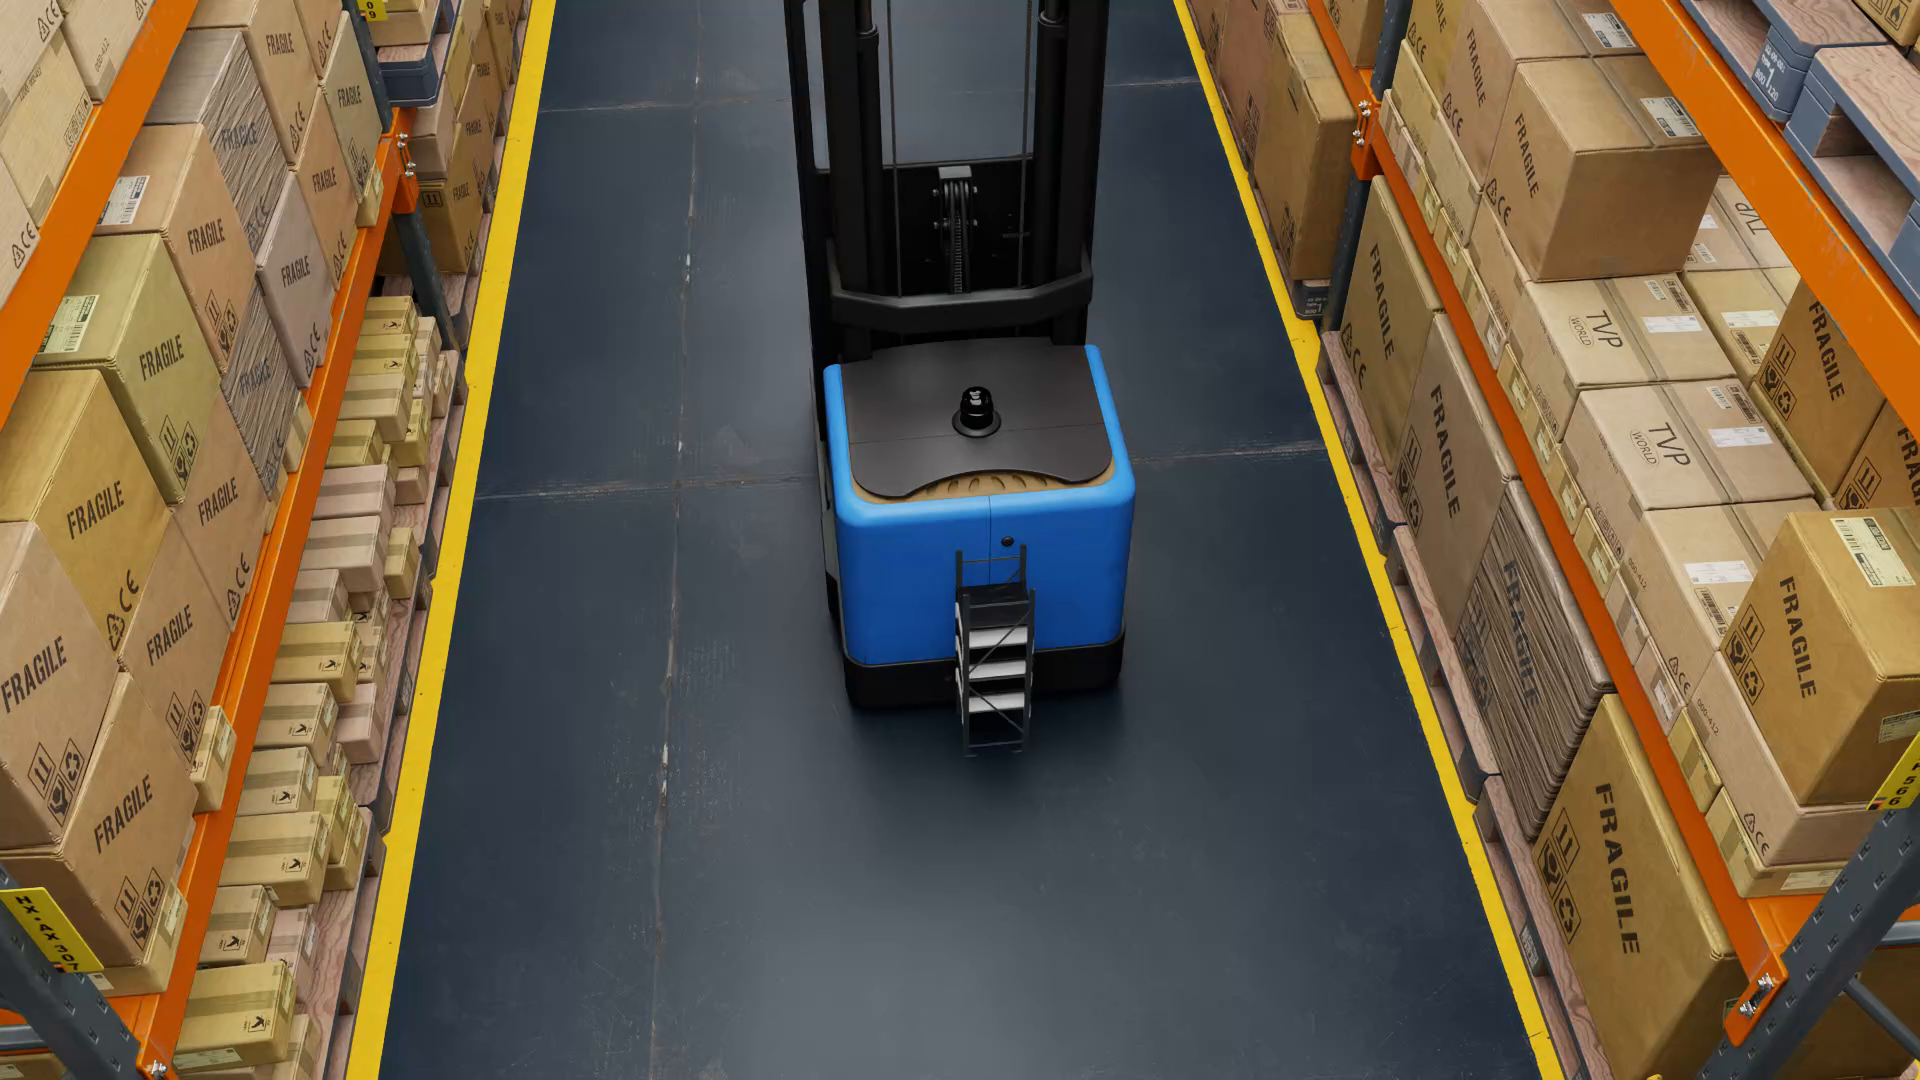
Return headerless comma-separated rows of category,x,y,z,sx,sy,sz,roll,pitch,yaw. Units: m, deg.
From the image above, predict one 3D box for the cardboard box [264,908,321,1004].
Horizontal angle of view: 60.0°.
cardboard box,-2.185,1.282,5.076,0.380,0.149,0.250,-4,47,-3

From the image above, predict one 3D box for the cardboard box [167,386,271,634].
cardboard box,-2.291,-0.074,4.617,0.500,0.500,0.500,-3,47,-3

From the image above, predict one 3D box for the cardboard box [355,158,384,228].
cardboard box,-2.378,-1.291,6.216,0.380,0.149,0.250,-5,47,-4

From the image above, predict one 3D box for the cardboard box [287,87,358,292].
cardboard box,-2.401,-1.177,5.662,0.500,0.500,0.500,-5,47,-4

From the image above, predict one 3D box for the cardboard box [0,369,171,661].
cardboard box,-2.252,-0.041,3.897,0.500,0.500,0.500,-2,47,-2

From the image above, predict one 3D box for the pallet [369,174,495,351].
pallet,-2.832,-1.354,8.023,1.003,0.211,1.213,-3,47,-3

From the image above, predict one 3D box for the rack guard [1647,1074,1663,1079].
rack guard,2.523,1.793,4.844,1.175,0.500,0.348,-3,47,-3

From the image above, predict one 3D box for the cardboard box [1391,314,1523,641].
cardboard box,2.237,-0.258,6.239,0.875,0.875,0.875,-3,47,-3

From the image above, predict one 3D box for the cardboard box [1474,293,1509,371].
cardboard box,1.988,-0.719,5.675,0.380,0.149,0.250,-3,47,-3

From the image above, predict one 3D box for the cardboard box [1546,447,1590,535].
cardboard box,2.054,-0.161,5.146,0.380,0.149,0.250,-3,47,-3

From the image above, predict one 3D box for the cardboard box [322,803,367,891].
cardboard box,-2.198,1.027,5.522,0.380,0.149,0.250,-3,47,-3

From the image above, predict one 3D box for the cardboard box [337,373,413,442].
cardboard box,-2.387,-0.514,6.572,0.380,0.149,0.250,-4,47,-4

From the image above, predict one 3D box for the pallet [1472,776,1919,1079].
pallet,2.376,1.301,5.509,1.003,0.211,1.213,-3,47,-3

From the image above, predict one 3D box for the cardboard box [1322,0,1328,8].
cardboard box,1.840,-2.692,7.301,0.500,0.500,0.500,-2,47,-2

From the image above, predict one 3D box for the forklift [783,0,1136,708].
forklift,-0.074,-1.461,6.252,1.130,2.935,3.031,-5,47,-5

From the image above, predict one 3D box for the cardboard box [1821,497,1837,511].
cardboard box,2.700,0.126,4.599,0.500,0.250,0.500,-4,47,-4

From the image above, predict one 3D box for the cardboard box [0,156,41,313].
cardboard box,-2.253,-0.557,3.385,0.500,0.250,0.500,-2,47,-2

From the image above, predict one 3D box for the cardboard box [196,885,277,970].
cardboard box,-2.278,1.184,4.964,0.380,0.149,0.250,-3,47,-3

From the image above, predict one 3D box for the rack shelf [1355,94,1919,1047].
rack shelf,2.353,-0.283,5.584,1.077,0.370,4.000,-3,47,-3

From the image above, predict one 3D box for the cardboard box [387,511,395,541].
cardboard box,-2.383,-0.049,6.336,0.380,0.149,0.250,-2,47,-2

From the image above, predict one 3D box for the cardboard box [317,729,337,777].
cardboard box,-2.324,0.732,5.597,0.380,0.149,0.250,-6,47,-5

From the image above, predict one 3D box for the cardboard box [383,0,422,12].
cardboard box,-2.340,-2.223,6.604,0.380,0.149,0.250,-3,47,-3

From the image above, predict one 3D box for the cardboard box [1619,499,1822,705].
cardboard box,2.174,0.164,4.564,0.500,0.250,0.500,-4,47,-4

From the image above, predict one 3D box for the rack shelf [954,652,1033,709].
rack shelf,0.119,0.492,5.971,0.258,0.077,0.200,-5,47,-5

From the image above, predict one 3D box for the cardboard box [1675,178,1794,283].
cardboard box,2.573,-0.981,5.648,0.500,0.250,0.500,-3,47,-2

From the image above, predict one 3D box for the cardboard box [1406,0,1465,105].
cardboard box,1.971,-1.924,6.025,0.500,0.500,0.500,-3,47,-3

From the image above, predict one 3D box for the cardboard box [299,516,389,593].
cardboard box,-2.293,0.063,6.026,0.380,0.149,0.250,-5,47,-5

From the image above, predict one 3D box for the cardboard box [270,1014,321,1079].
cardboard box,-2.155,1.582,4.996,0.380,0.149,0.250,-3,47,-2

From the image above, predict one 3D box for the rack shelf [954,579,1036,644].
rack shelf,0.119,0.245,5.709,0.258,0.077,0.200,-5,47,-5

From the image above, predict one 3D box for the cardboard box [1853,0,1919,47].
cardboard box,2.405,-1.487,3.736,0.700,0.500,0.500,-6,47,-6

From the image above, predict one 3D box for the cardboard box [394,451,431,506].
cardboard box,-2.368,-0.270,6.751,0.380,0.149,0.250,-5,47,-5

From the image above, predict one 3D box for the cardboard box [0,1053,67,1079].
cardboard box,-2.727,1.408,4.751,0.380,0.149,0.250,-3,47,-3

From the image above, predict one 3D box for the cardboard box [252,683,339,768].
cardboard box,-2.289,0.618,5.499,0.380,0.149,0.250,-2,47,-2

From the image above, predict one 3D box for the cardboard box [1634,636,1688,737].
cardboard box,2.119,0.395,4.620,0.380,0.149,0.250,-3,47,-3

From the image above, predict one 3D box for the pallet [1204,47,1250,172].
pallet,1.941,-2.457,9.068,1.003,0.211,1.213,-3,47,-3

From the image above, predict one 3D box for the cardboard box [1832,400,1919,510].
cardboard box,2.708,-0.118,4.314,0.500,0.500,0.500,-5,47,-4

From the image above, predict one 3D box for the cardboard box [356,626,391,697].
cardboard box,-2.298,0.464,6.056,0.380,0.149,0.250,-3,47,-3

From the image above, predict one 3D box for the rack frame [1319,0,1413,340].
rack frame,2.186,-1.978,6.694,1.000,3.000,0.127,-3,47,-3

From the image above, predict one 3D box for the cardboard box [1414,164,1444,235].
cardboard box,1.924,-1.276,6.202,0.380,0.149,0.250,-2,47,-2

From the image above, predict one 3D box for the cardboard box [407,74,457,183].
cardboard box,-2.564,-1.843,7.482,0.500,0.250,0.500,-5,47,-5

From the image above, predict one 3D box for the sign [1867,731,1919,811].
sign,1.979,0.460,3.425,0.100,0.325,0.005,-3,47,-3

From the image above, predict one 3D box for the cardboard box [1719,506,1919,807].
cardboard box,2.218,0.271,3.946,0.500,0.500,0.500,-3,47,-3

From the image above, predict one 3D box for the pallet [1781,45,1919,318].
pallet,2.448,-0.621,3.404,1.003,0.211,1.213,-3,47,-3

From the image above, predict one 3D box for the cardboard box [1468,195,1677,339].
cardboard box,2.050,-0.938,5.607,0.500,0.250,0.500,-2,47,-2

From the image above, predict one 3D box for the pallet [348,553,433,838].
pallet,-2.568,0.578,6.194,1.003,0.211,1.213,-3,47,-3

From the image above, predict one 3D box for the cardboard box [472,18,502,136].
cardboard box,-2.666,-2.346,8.475,0.500,0.500,0.500,-3,47,-3

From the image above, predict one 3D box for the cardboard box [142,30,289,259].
cardboard box,-2.379,-1.161,4.958,0.500,0.500,0.500,-2,47,-2

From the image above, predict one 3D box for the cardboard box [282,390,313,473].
cardboard box,-2.305,-0.344,5.319,0.380,0.149,0.250,-3,47,-3

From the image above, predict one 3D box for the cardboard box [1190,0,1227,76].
cardboard box,1.955,-3.140,8.968,1.225,0.875,0.875,-3,47,-3

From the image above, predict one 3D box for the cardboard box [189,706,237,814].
cardboard box,-2.162,0.597,4.428,0.380,0.149,0.250,-5,47,-4

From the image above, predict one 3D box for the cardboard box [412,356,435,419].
cardboard box,-2.387,-0.612,6.870,0.380,0.149,0.250,-6,47,-5

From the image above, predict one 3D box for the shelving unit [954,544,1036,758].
shelving unit,0.119,0.407,5.881,0.258,0.900,0.210,-5,47,-5
